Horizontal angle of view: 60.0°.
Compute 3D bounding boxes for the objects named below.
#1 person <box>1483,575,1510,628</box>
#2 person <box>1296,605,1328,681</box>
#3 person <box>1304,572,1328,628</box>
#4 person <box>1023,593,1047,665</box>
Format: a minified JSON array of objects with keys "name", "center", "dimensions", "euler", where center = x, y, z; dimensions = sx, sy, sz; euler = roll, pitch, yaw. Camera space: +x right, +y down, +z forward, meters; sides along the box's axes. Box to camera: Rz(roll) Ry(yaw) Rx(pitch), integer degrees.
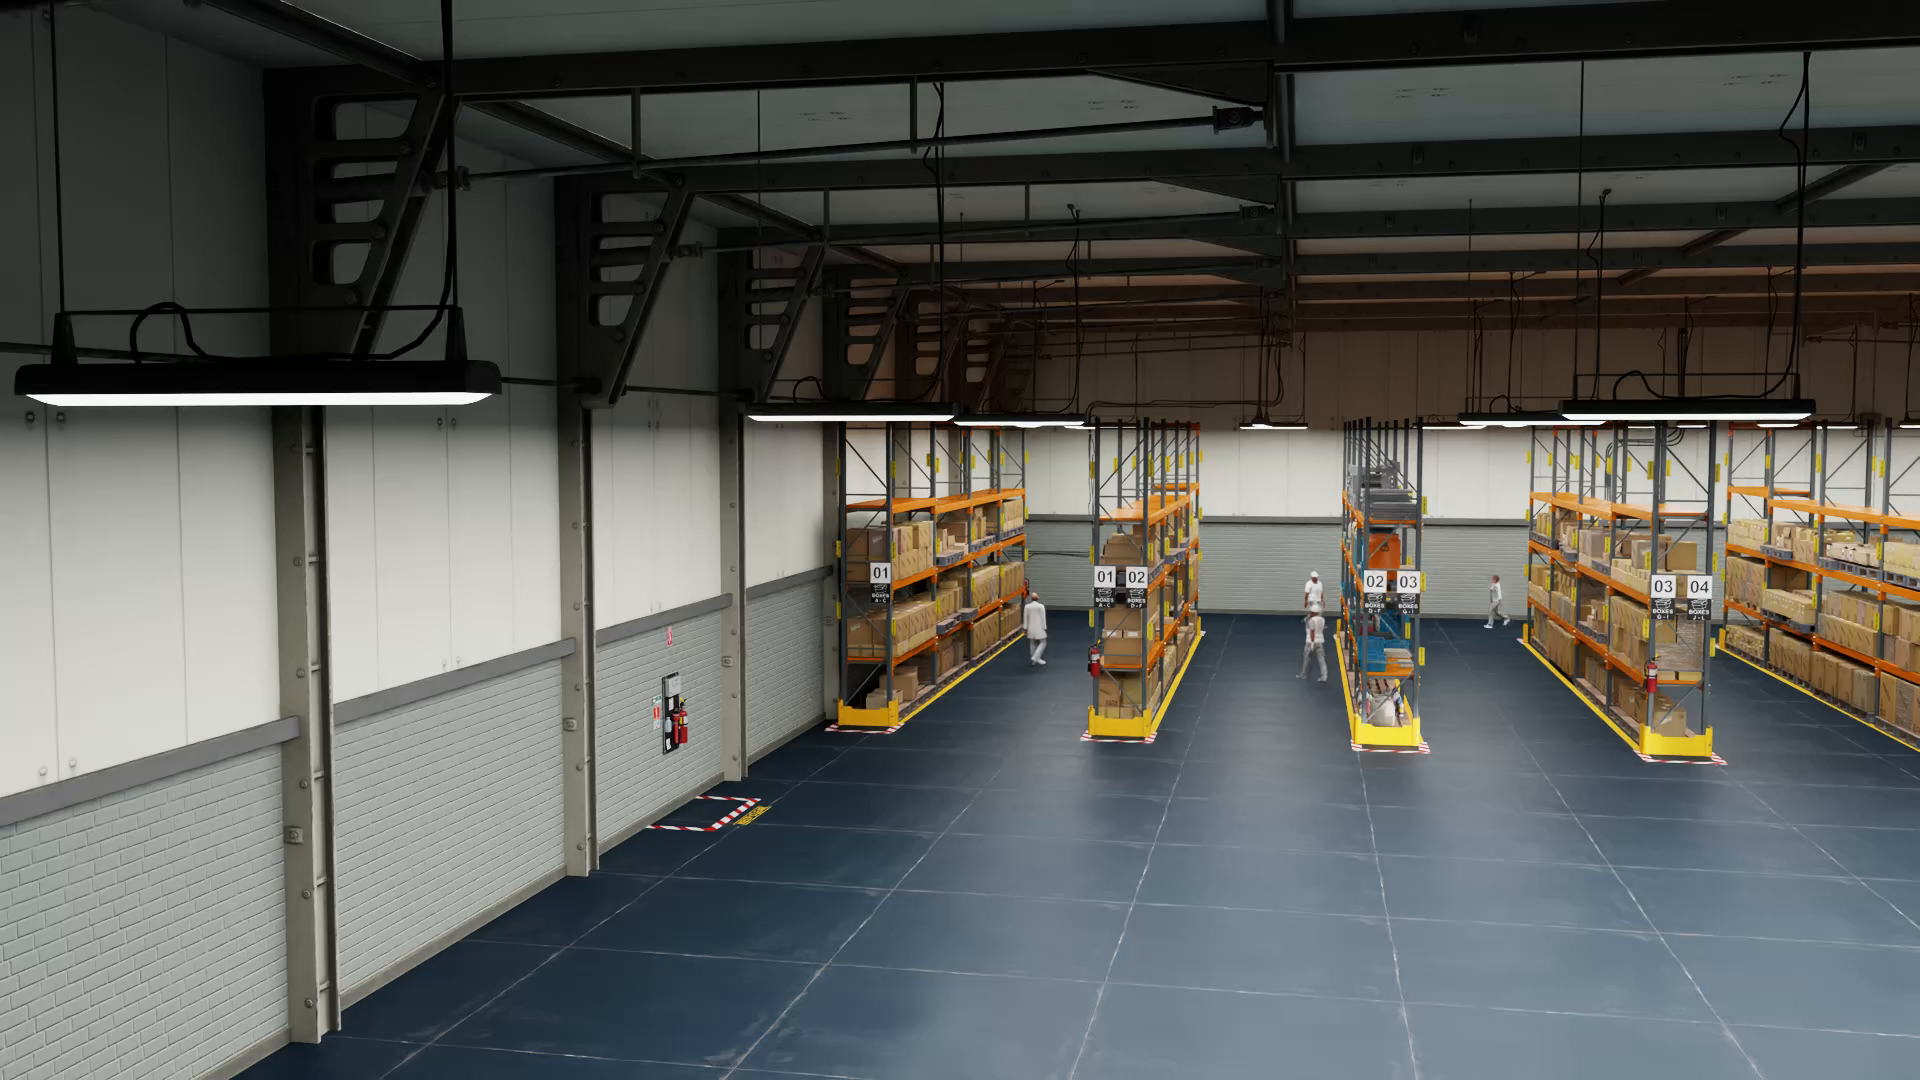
[{"name":"person","center":[15.662,1.783,48.458],"dimensions":[0.842,1.558,0.405],"euler":[0,4,0]},{"name":"person","center":[8.143,2.347,38.205],"dimensions":[0.530,1.728,0.896],"euler":[-1,4,-20]},{"name":"person","center":[10.380,1.746,48.568],"dimensions":[0.562,1.656,1.015],"euler":[-2,4,-34]},{"name":"person","center":[1.835,2.192,40.820],"dimensions":[0.625,1.777,0.606],"euler":[1,4,21]}]
